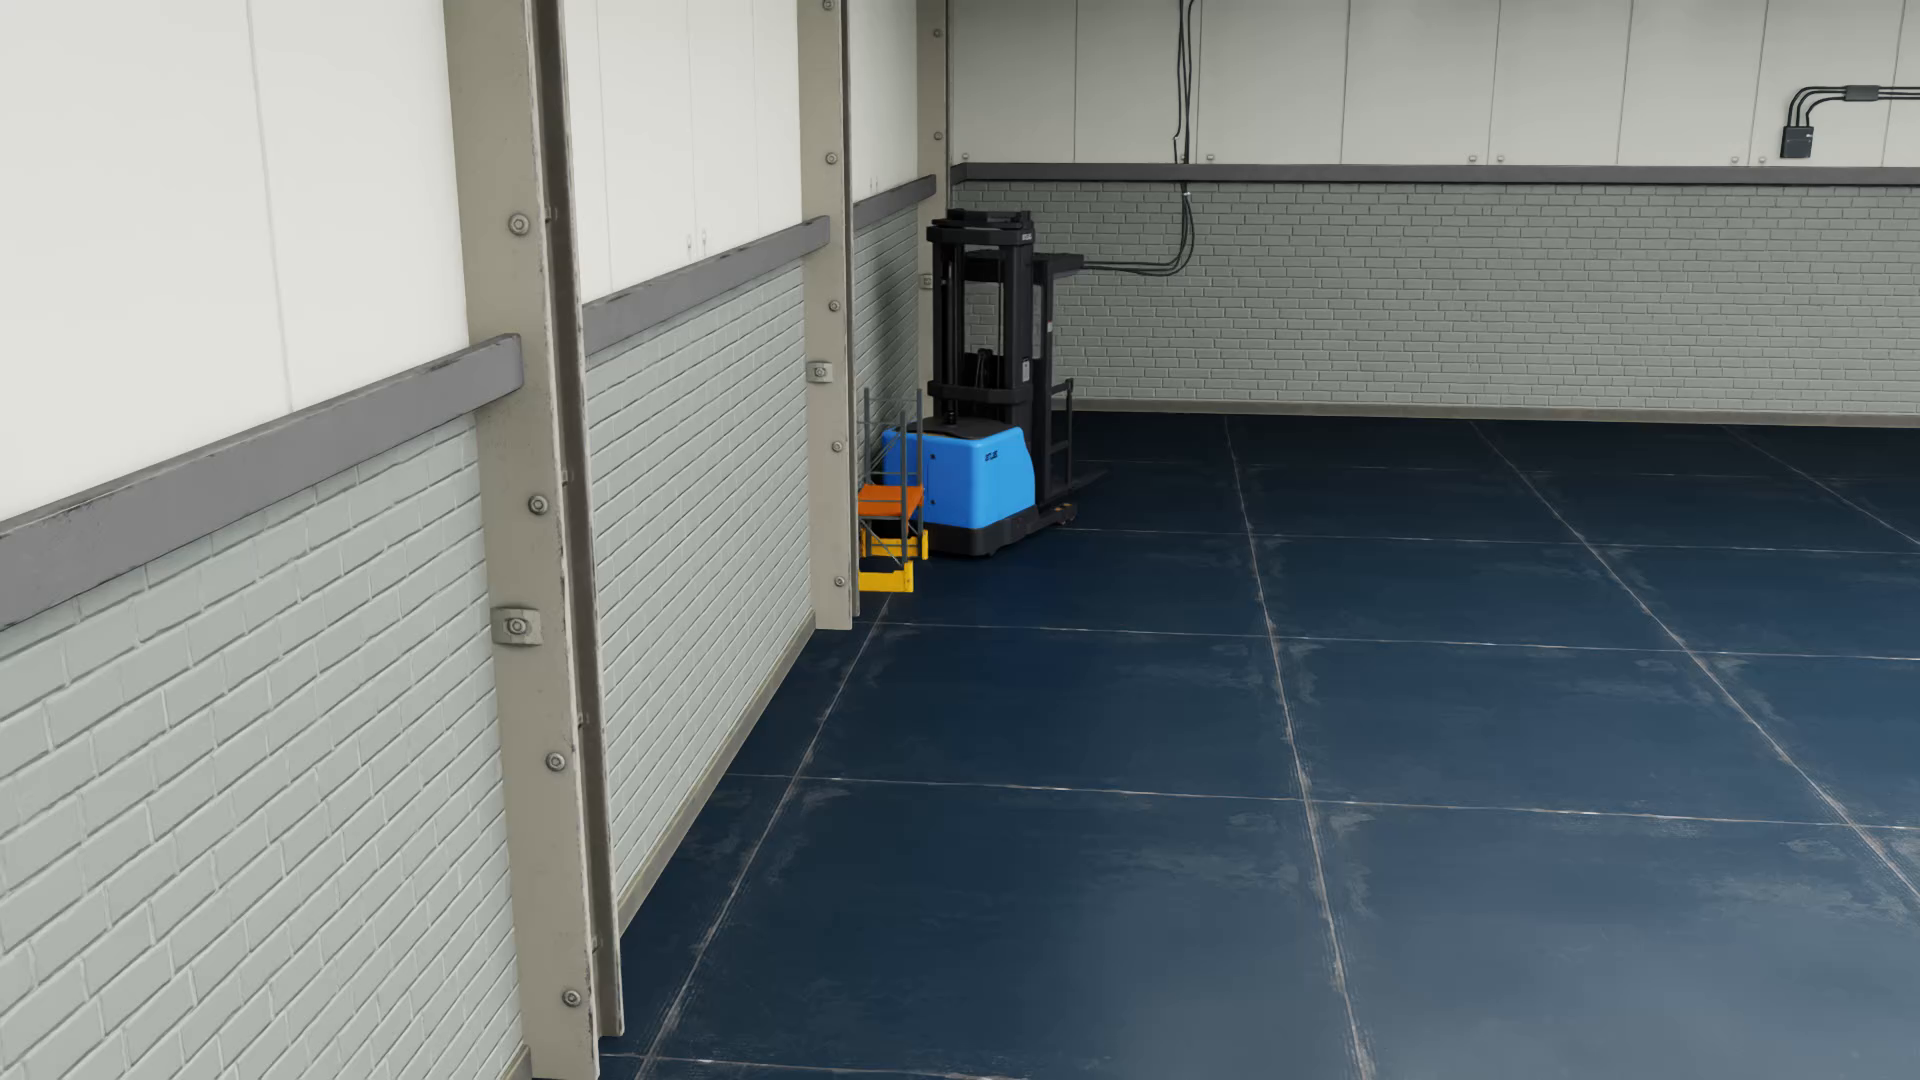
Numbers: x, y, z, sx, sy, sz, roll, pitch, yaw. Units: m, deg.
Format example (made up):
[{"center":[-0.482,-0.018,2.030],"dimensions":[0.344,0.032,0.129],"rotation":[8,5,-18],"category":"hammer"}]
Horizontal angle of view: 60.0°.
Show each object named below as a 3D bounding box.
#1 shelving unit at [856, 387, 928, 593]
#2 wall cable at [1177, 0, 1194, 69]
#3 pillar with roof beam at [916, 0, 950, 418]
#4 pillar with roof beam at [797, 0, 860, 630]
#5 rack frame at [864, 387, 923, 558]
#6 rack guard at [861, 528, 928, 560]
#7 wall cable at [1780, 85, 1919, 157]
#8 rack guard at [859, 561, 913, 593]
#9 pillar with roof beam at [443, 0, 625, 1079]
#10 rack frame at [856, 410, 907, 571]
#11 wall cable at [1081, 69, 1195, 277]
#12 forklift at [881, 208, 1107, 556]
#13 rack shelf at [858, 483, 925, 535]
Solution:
[{"center":[-0.627,-0.440,13.918],"dimensions":[0.587,1.500,1.083],"rotation":[2,15,6],"category":"shelving unit"},{"center":[4.051,-6.857,19.554],"dimensions":[3.097,2.526,0.112],"rotation":[2,15,6],"category":"wall cable"},{"center":[3.994,-5.146,16.952],"dimensions":[9.100,9.000,0.400],"rotation":[2,15,6],"category":"pillar with roof beam"},{"center":[3.317,-3.590,11.197],"dimensions":[9.100,9.000,0.400],"rotation":[2,15,6],"category":"pillar with roof beam"},{"center":[-0.573,-0.575,14.414],"dimensions":[0.500,1.500,0.032],"rotation":[2,15,6],"category":"rack frame"},{"center":[-0.575,0.034,14.559],"dimensions":[0.587,0.250,0.087],"rotation":[2,15,6],"category":"rack guard"},{"center":[10.794,-7.356,18.610],"dimensions":[2.305,6.003,0.169],"rotation":[2,15,6],"category":"wall cable"},{"center":[-0.679,0.292,13.603],"dimensions":[0.587,0.250,0.087],"rotation":[2,15,6],"category":"rack guard"},{"center":[2.640,-2.033,5.442],"dimensions":[9.100,9.000,0.400],"rotation":[2,15,6],"category":"pillar with roof beam"},{"center":[-0.679,-0.311,13.438],"dimensions":[0.500,1.500,0.032],"rotation":[2,15,6],"category":"rack frame"},{"center":[1.363,-4.499,20.508],"dimensions":[3.097,2.526,0.112],"rotation":[2,15,6],"category":"wall cable"},{"center":[0.462,-1.608,15.494],"dimensions":[1.130,2.935,3.031],"rotation":[8,17,28],"category":"forklift"},{"center":[-0.626,-0.269,13.973],"dimensions":[0.538,0.185,1.000],"rotation":[2,15,6],"category":"rack shelf"}]
